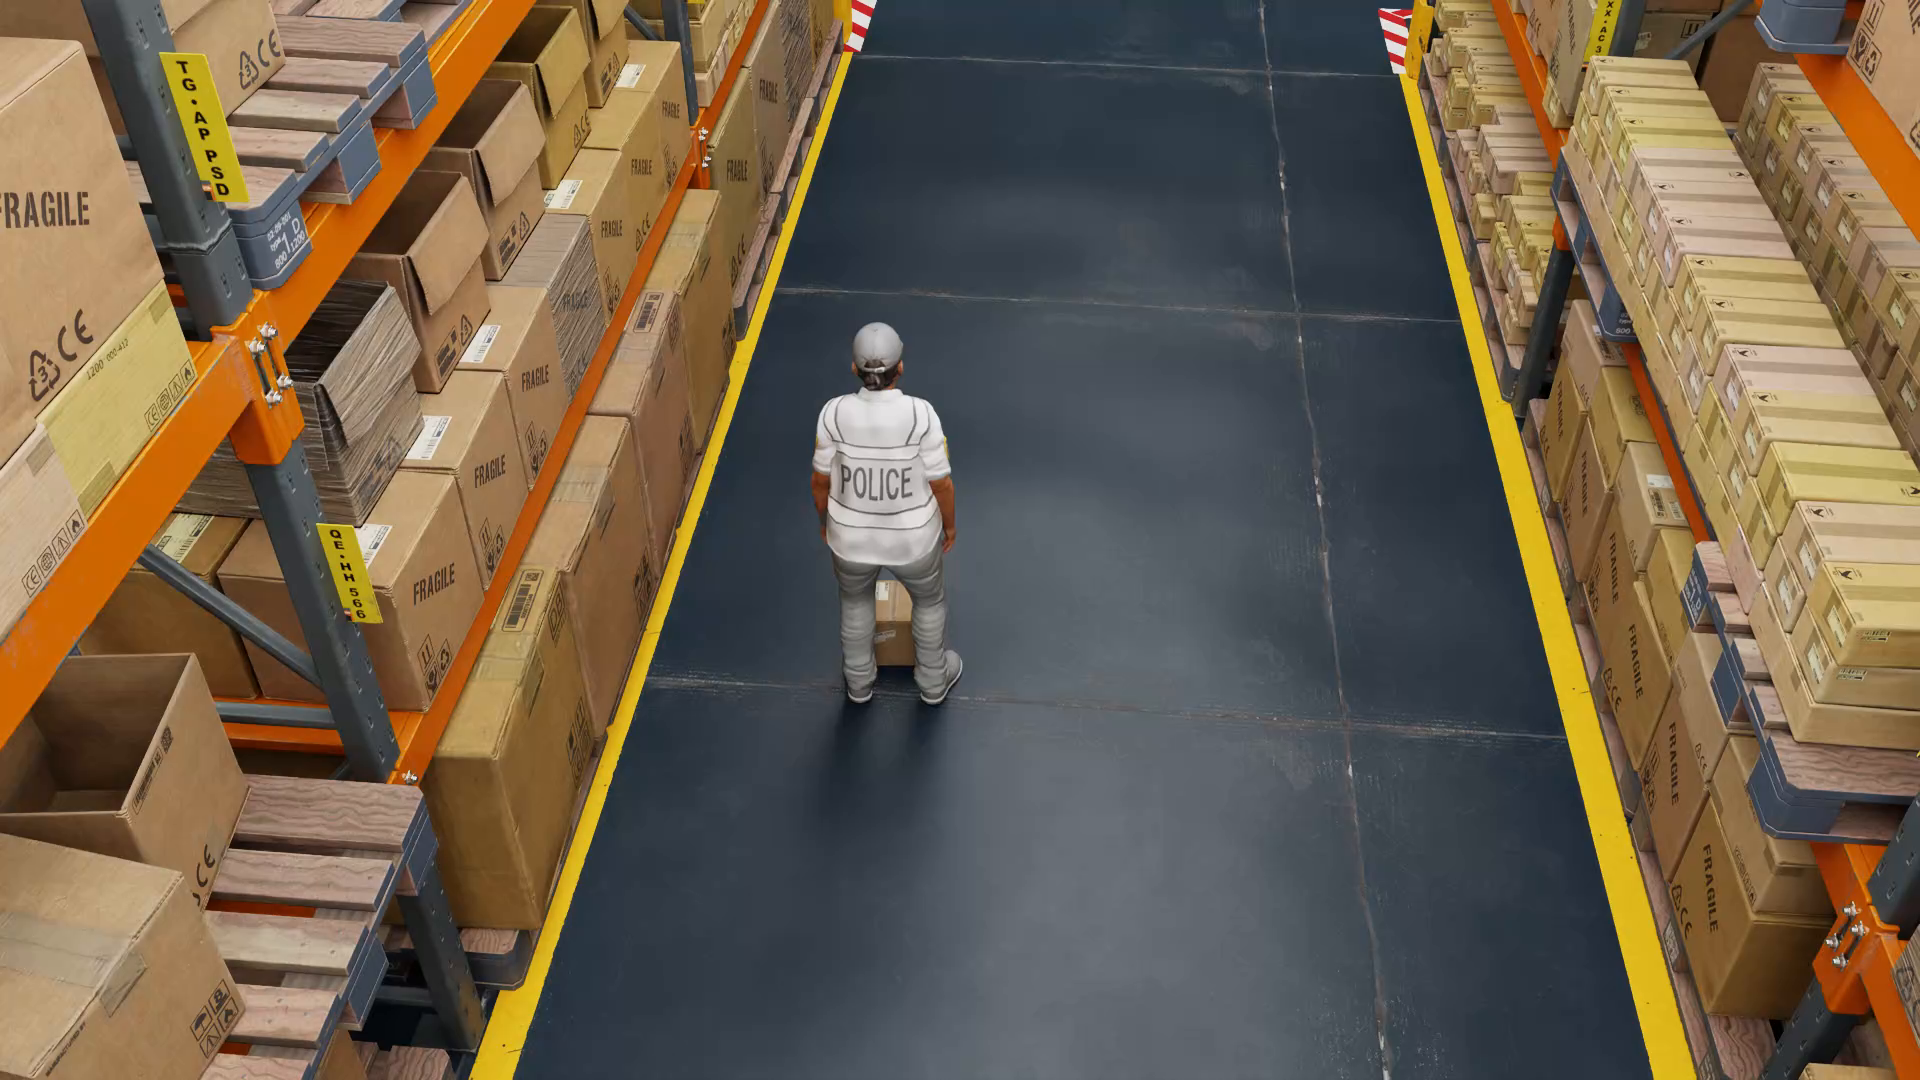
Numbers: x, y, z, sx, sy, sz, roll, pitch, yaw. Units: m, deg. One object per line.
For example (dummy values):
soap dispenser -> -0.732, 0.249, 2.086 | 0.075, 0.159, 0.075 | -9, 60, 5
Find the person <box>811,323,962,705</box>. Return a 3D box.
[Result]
person -> -0.268, -0.056, 6.217 | 0.539, 1.666, 0.466 | 3, 40, 4
